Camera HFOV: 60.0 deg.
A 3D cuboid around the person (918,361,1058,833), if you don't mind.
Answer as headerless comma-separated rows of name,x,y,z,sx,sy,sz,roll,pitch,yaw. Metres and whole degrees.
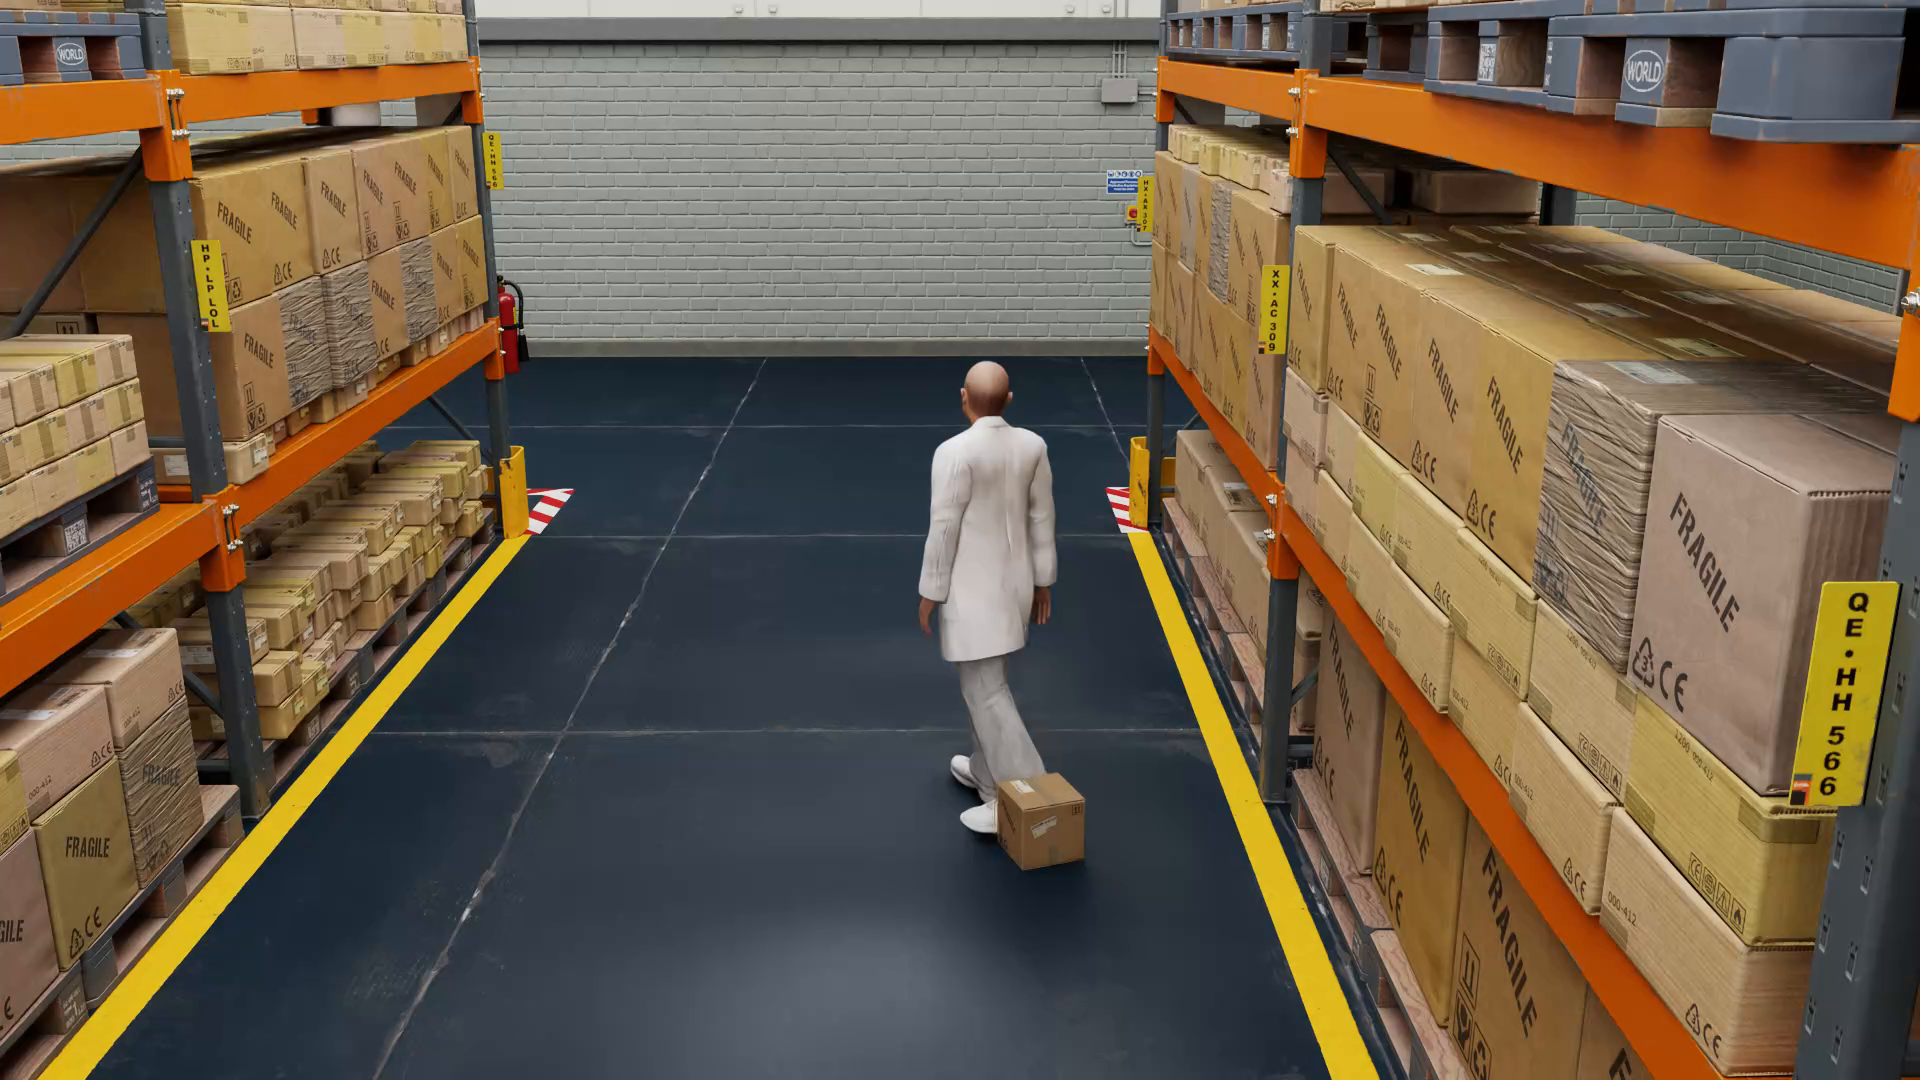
person,0.143,0.210,6.375,0.665,1.769,0.616,16,23,42
